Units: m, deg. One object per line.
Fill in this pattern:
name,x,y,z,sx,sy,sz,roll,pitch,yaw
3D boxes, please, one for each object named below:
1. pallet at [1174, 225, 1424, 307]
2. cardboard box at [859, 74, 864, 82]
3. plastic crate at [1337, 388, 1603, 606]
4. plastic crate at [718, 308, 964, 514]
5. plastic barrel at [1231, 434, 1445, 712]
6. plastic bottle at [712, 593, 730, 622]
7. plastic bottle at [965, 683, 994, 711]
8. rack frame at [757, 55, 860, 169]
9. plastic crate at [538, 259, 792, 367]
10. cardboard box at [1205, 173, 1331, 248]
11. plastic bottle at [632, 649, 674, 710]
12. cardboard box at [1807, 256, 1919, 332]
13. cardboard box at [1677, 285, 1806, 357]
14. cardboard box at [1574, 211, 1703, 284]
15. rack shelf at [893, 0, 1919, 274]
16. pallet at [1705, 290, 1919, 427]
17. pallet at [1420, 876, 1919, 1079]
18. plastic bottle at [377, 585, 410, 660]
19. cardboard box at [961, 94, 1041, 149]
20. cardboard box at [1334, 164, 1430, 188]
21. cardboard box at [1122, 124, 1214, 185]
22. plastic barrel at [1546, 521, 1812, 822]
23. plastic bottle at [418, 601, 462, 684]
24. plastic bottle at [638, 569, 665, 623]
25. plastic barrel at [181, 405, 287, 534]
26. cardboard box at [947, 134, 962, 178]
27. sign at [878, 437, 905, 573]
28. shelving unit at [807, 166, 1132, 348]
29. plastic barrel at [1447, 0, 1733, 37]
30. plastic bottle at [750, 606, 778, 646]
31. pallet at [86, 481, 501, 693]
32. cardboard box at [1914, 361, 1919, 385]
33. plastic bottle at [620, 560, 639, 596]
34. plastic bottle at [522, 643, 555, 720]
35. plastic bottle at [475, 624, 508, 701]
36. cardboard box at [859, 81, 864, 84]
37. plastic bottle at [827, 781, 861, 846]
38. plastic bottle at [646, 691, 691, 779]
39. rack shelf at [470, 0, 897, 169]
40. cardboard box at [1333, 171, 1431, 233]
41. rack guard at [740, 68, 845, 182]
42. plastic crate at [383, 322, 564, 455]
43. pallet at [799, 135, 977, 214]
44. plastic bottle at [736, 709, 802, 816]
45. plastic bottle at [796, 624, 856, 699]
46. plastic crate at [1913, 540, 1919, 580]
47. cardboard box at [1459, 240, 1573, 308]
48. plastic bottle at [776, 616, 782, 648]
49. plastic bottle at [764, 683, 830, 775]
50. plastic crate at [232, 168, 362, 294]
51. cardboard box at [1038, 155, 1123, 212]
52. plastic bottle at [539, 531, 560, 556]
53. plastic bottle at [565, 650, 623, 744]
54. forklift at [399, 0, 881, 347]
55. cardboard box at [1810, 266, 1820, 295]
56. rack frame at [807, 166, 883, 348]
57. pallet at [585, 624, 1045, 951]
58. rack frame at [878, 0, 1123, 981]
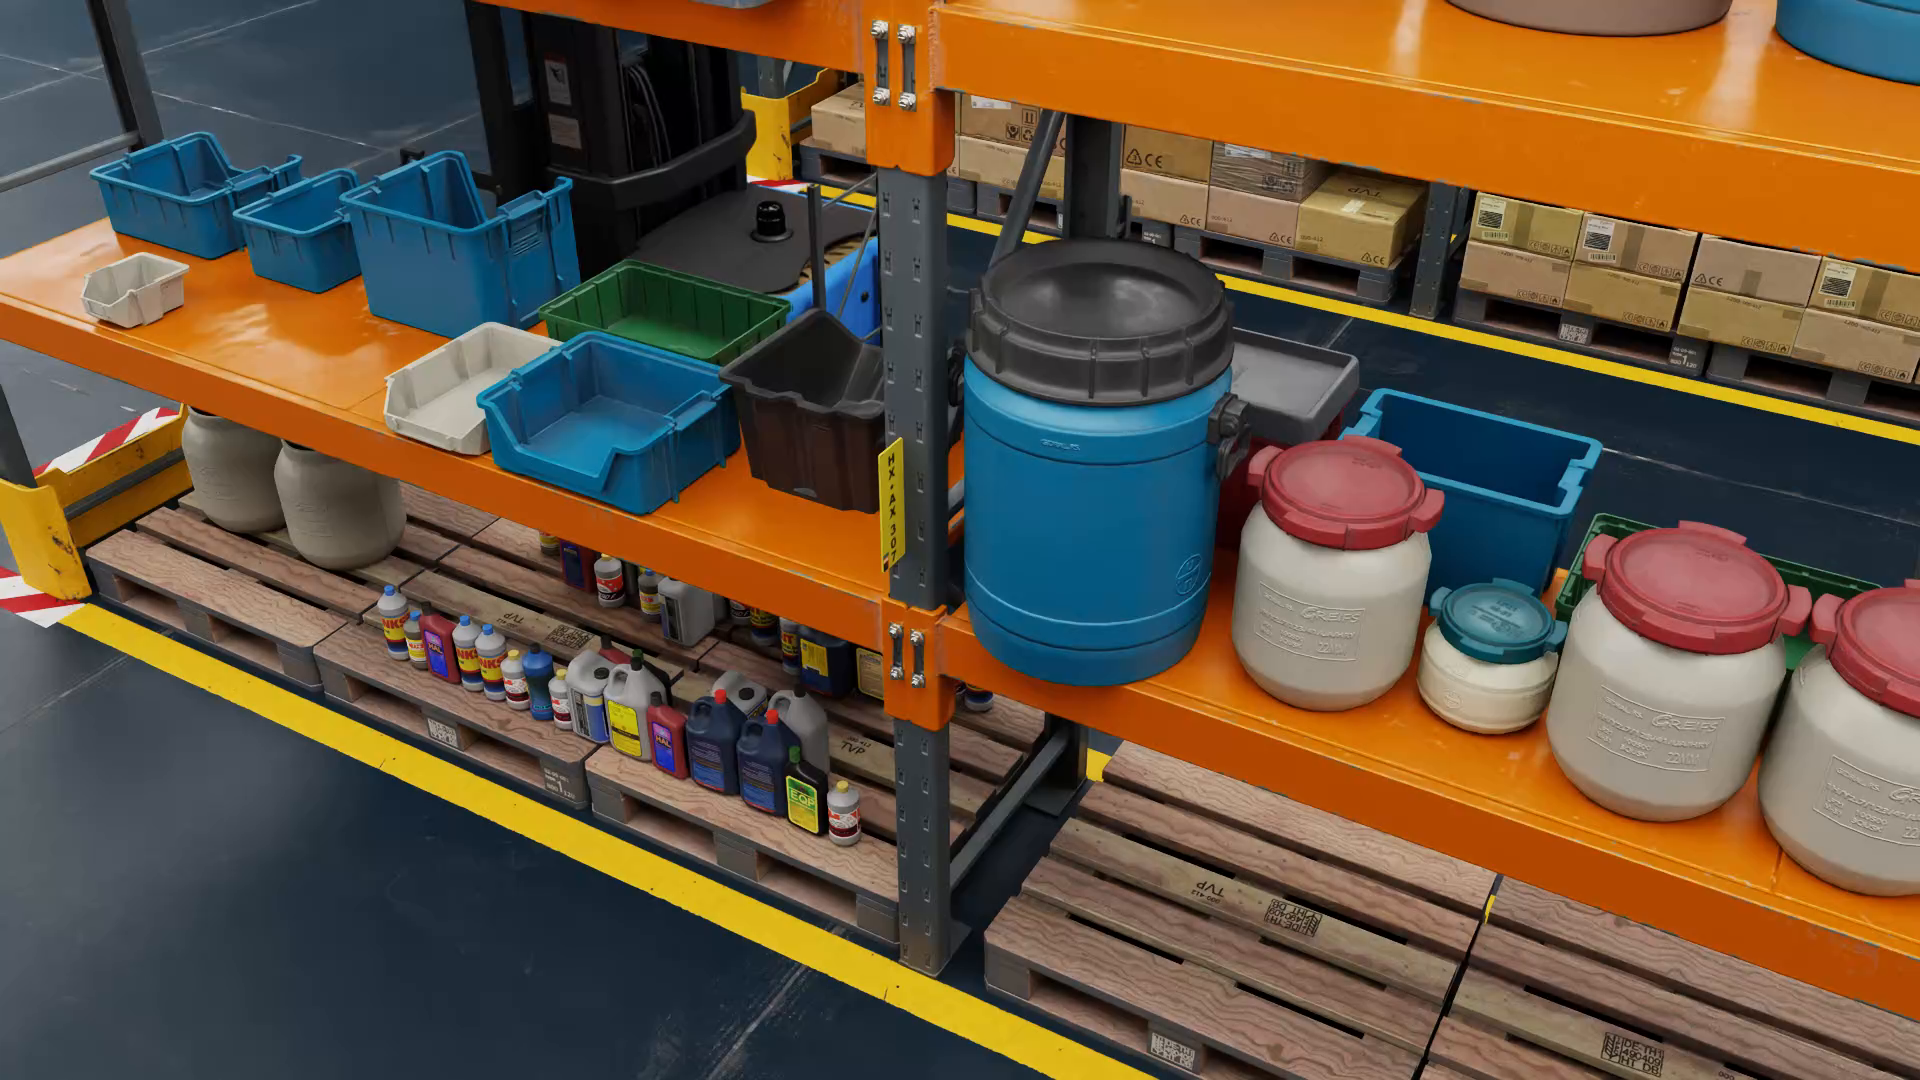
pallet,1.914,-1.687,9.093,1.213,0.211,1.003,18,37,24
cardboard box,-0.276,-3.047,10.045,0.500,0.500,0.500,18,37,24
plastic crate,1.235,-0.066,4.157,0.575,0.384,0.392,18,37,24
plastic crate,-0.268,-0.406,4.709,0.504,0.338,0.767,18,37,24
plastic barrel,0.845,0.086,3.792,0.433,0.535,0.433,0,34,0
plastic bottle,-0.905,0.103,5.883,0.185,0.351,0.144,17,37,24
plastic bottle,0.064,0.428,5.466,0.097,0.271,0.097,0,34,0
rack frame,-0.889,-3.709,9.614,0.127,3.000,1.000,18,37,24
plastic crate,-0.916,-0.647,5.207,0.662,0.188,0.450,18,37,24
cardboard box,1.644,-1.804,8.854,0.500,0.250,0.500,18,37,24
plastic bottle,-0.998,0.485,5.369,0.133,0.283,0.061,18,37,24
cardboard box,4.155,-1.217,7.467,0.500,0.311,0.500,19,38,26
cardboard box,3.705,-1.127,7.838,0.500,0.250,0.500,16,37,23
cardboard box,3.251,-1.499,7.891,0.500,0.311,0.500,17,37,24
rack shelf,1.859,-0.625,2.926,4.000,0.370,1.077,18,37,24
pallet,4.306,-0.929,7.955,1.213,0.211,1.003,18,37,24
pallet,1.887,1.467,4.357,1.213,0.211,1.003,18,37,24
plastic bottle,-1.930,0.275,5.696,0.097,0.271,0.097,0,34,0
cardboard box,0.342,-2.529,9.267,0.500,0.500,0.500,18,37,24
cardboard box,2.337,-2.230,8.817,0.500,0.500,0.500,18,37,24
cardboard box,1.209,-2.253,8.852,0.500,0.500,0.500,18,37,24
plastic barrel,1.482,0.288,3.489,0.433,0.535,0.433,0,34,0
plastic bottle,-1.743,0.341,5.586,0.133,0.283,0.061,18,38,25
plastic bottle,-1.088,0.184,5.895,0.097,0.201,0.097,0,34,0
plastic barrel,-2.741,-0.321,6.392,0.421,0.512,0.421,0,34,0
cardboard box,-0.098,-2.349,9.673,0.500,0.250,0.500,18,37,24
sign,-0.160,-0.080,3.914,0.005,0.325,0.100,18,37,24
shelving unit,0.039,-0.612,6.316,1.083,1.500,0.587,18,37,24
plastic barrel,1.240,-1.468,3.090,0.600,0.901,0.600,0,34,0
plastic bottle,-0.682,0.230,5.763,0.097,0.271,0.097,0,34,0
pallet,-2.558,0.059,6.472,1.213,0.211,1.003,18,37,24
cardboard box,4.595,-0.846,7.416,0.500,0.250,0.500,18,38,25
plastic bottle,-1.212,0.039,6.046,0.135,0.276,0.152,17,37,23
plastic bottle,-1.370,0.452,5.429,0.097,0.271,0.097,0,34,0
plastic bottle,-1.546,0.396,5.513,0.097,0.271,0.097,0,34,0
cardboard box,-0.277,-2.734,10.251,0.500,0.250,0.500,18,37,24
plastic bottle,-0.347,0.806,4.962,0.097,0.201,0.097,0,34,0
plastic bottle,-0.908,0.605,5.189,0.133,0.283,0.061,20,39,27
rack shelf,-1.613,-1.725,4.578,4.000,0.370,1.077,18,37,24
cardboard box,2.332,-1.913,9.018,0.500,0.250,0.500,18,37,24
rack guard,-0.910,-2.675,10.316,0.348,0.500,1.175,18,37,24
plastic crate,-1.413,-0.441,4.944,0.437,0.136,0.530,18,37,24
pallet,-0.204,-2.358,10.101,1.213,0.211,1.003,18,37,24
plastic bottle,-0.579,0.655,5.053,0.185,0.351,0.144,17,37,23
plastic bottle,-0.444,0.341,5.525,0.185,0.351,0.144,18,37,24
plastic crate,2.345,0.255,3.602,0.583,0.464,0.402,18,37,24
cardboard box,2.811,-1.409,8.262,0.500,0.250,0.500,17,37,23
plastic bottle,-0.536,0.220,5.707,0.185,0.351,0.144,16,37,22
plastic bottle,-0.508,0.585,5.158,0.185,0.351,0.144,18,37,24
plastic crate,-2.206,-1.089,5.814,0.408,0.251,0.499,18,37,24
cardboard box,0.768,-2.071,9.256,0.500,0.250,0.500,18,37,24
plastic bottle,-1.538,-0.051,6.247,0.097,0.201,0.097,0,34,0
plastic bottle,-1.165,0.498,5.357,0.135,0.276,0.152,18,38,25
forklift,-1.713,-1.813,6.829,3.031,2.935,1.130,18,37,24
cardboard box,4.412,-1.244,8.013,0.500,0.250,0.500,18,38,25
rack frame,-0.411,-0.754,6.530,0.032,1.500,0.500,18,37,24
pallet,-0.439,0.730,5.464,1.213,0.211,1.003,18,37,24
rack frame,0.123,-0.226,4.384,0.127,3.000,1.000,18,37,24
